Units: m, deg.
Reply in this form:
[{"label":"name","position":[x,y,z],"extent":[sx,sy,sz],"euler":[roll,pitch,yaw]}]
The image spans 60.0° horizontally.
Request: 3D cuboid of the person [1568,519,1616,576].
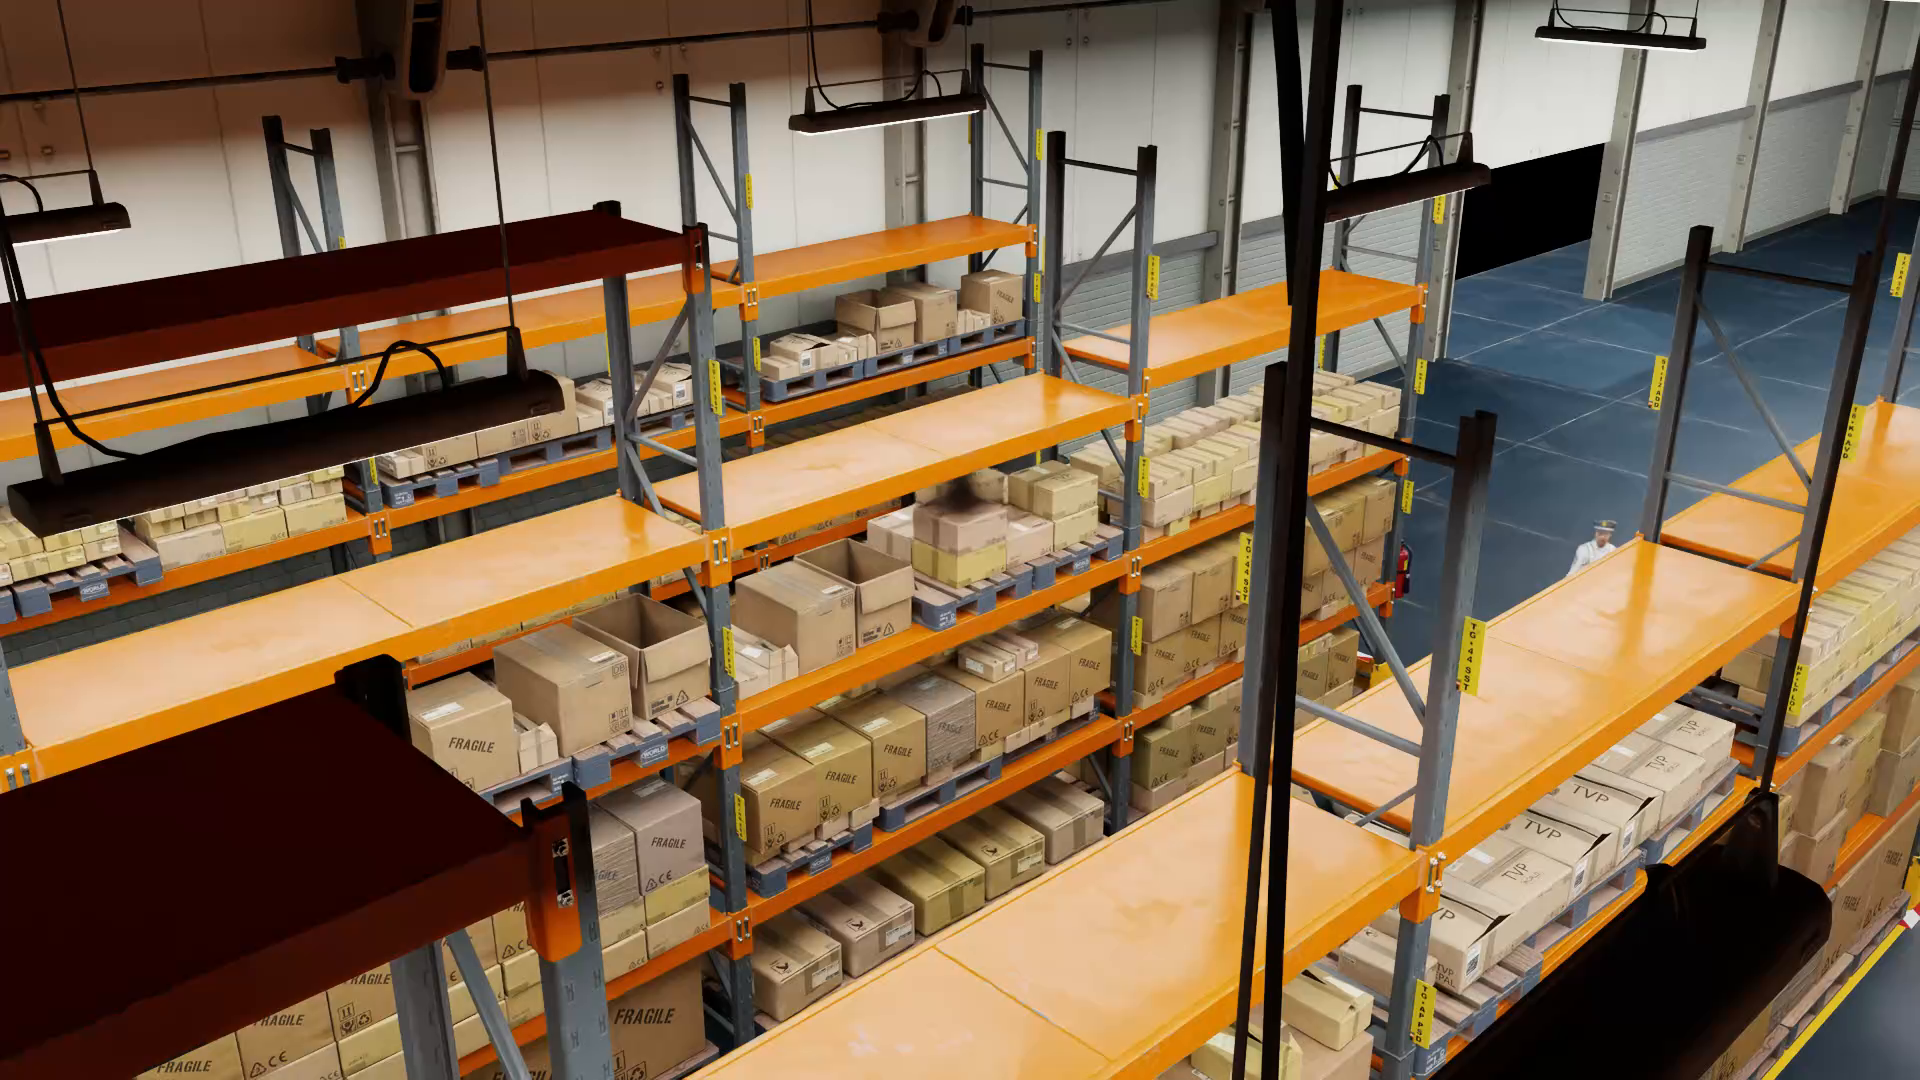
[{"label":"person","position":[6.531,0.576,17.255],"extent":[0.521,1.708,0.427],"euler":[-12,26,-27]}]
